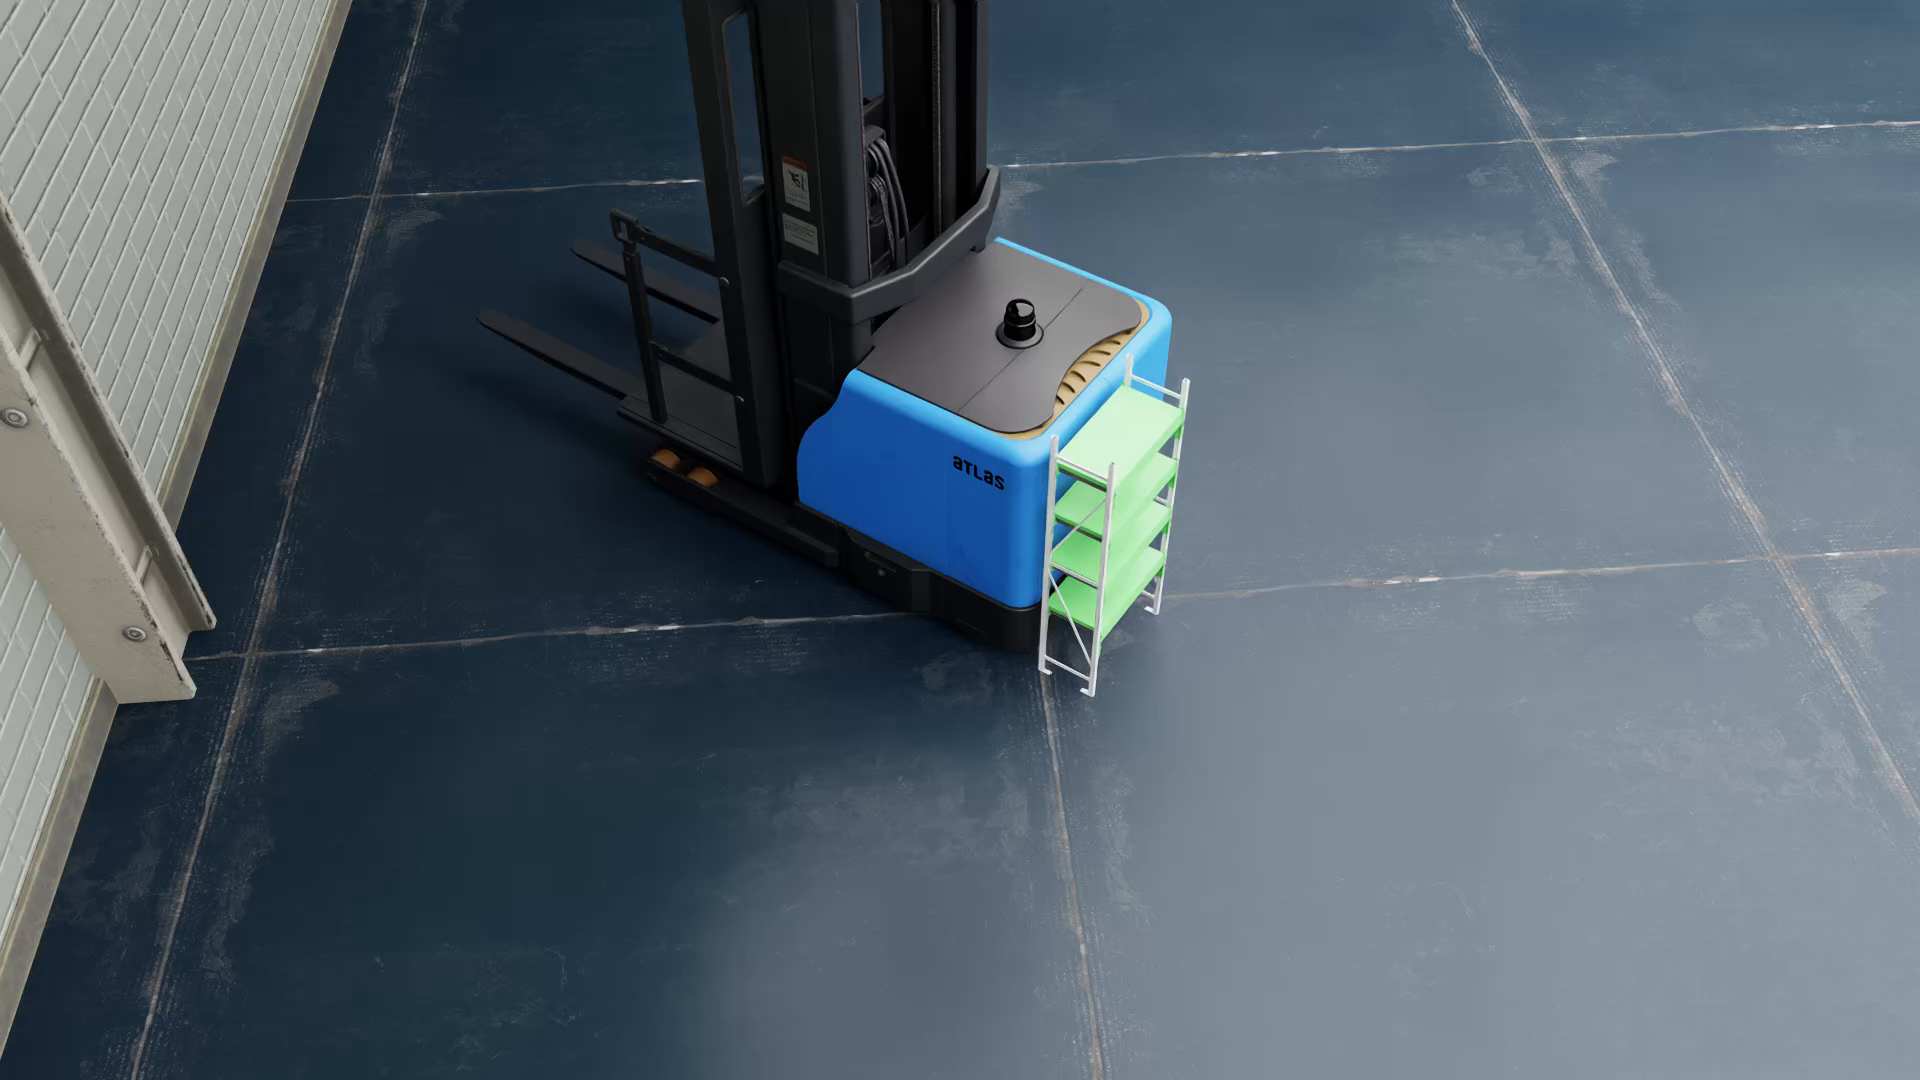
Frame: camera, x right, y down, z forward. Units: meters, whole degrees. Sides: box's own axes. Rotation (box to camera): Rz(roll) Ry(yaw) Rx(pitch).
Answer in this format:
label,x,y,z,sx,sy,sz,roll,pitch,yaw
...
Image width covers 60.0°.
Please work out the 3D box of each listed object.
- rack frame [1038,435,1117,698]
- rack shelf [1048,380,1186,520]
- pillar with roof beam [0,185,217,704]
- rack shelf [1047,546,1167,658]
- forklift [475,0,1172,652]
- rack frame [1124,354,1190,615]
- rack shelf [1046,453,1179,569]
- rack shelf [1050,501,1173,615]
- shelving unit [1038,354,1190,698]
label,x,y,z,sx,sy,sz,roll,pitch,yaw
rack frame,0.399,0.122,5.808,0.240,1.200,0.015,26,52,23
rack shelf,0.536,-0.311,5.645,0.258,0.148,0.480,26,52,23
pillar with roof beam,1.265,-2.900,3.298,9.100,9.000,0.400,-3,47,-3
rack shelf,0.535,0.184,6.168,0.258,0.148,0.480,26,52,23
forklift,-0.714,-1.435,6.090,3.031,2.935,1.130,26,52,23
rack frame,0.671,-0.172,6.086,0.240,1.200,0.015,26,52,23
rack shelf,0.535,-0.146,5.819,0.258,0.148,0.480,26,52,23
rack shelf,0.535,0.019,5.993,0.258,0.148,0.480,26,52,23
shelving unit,0.535,-0.025,5.947,0.258,1.200,0.503,26,52,23
